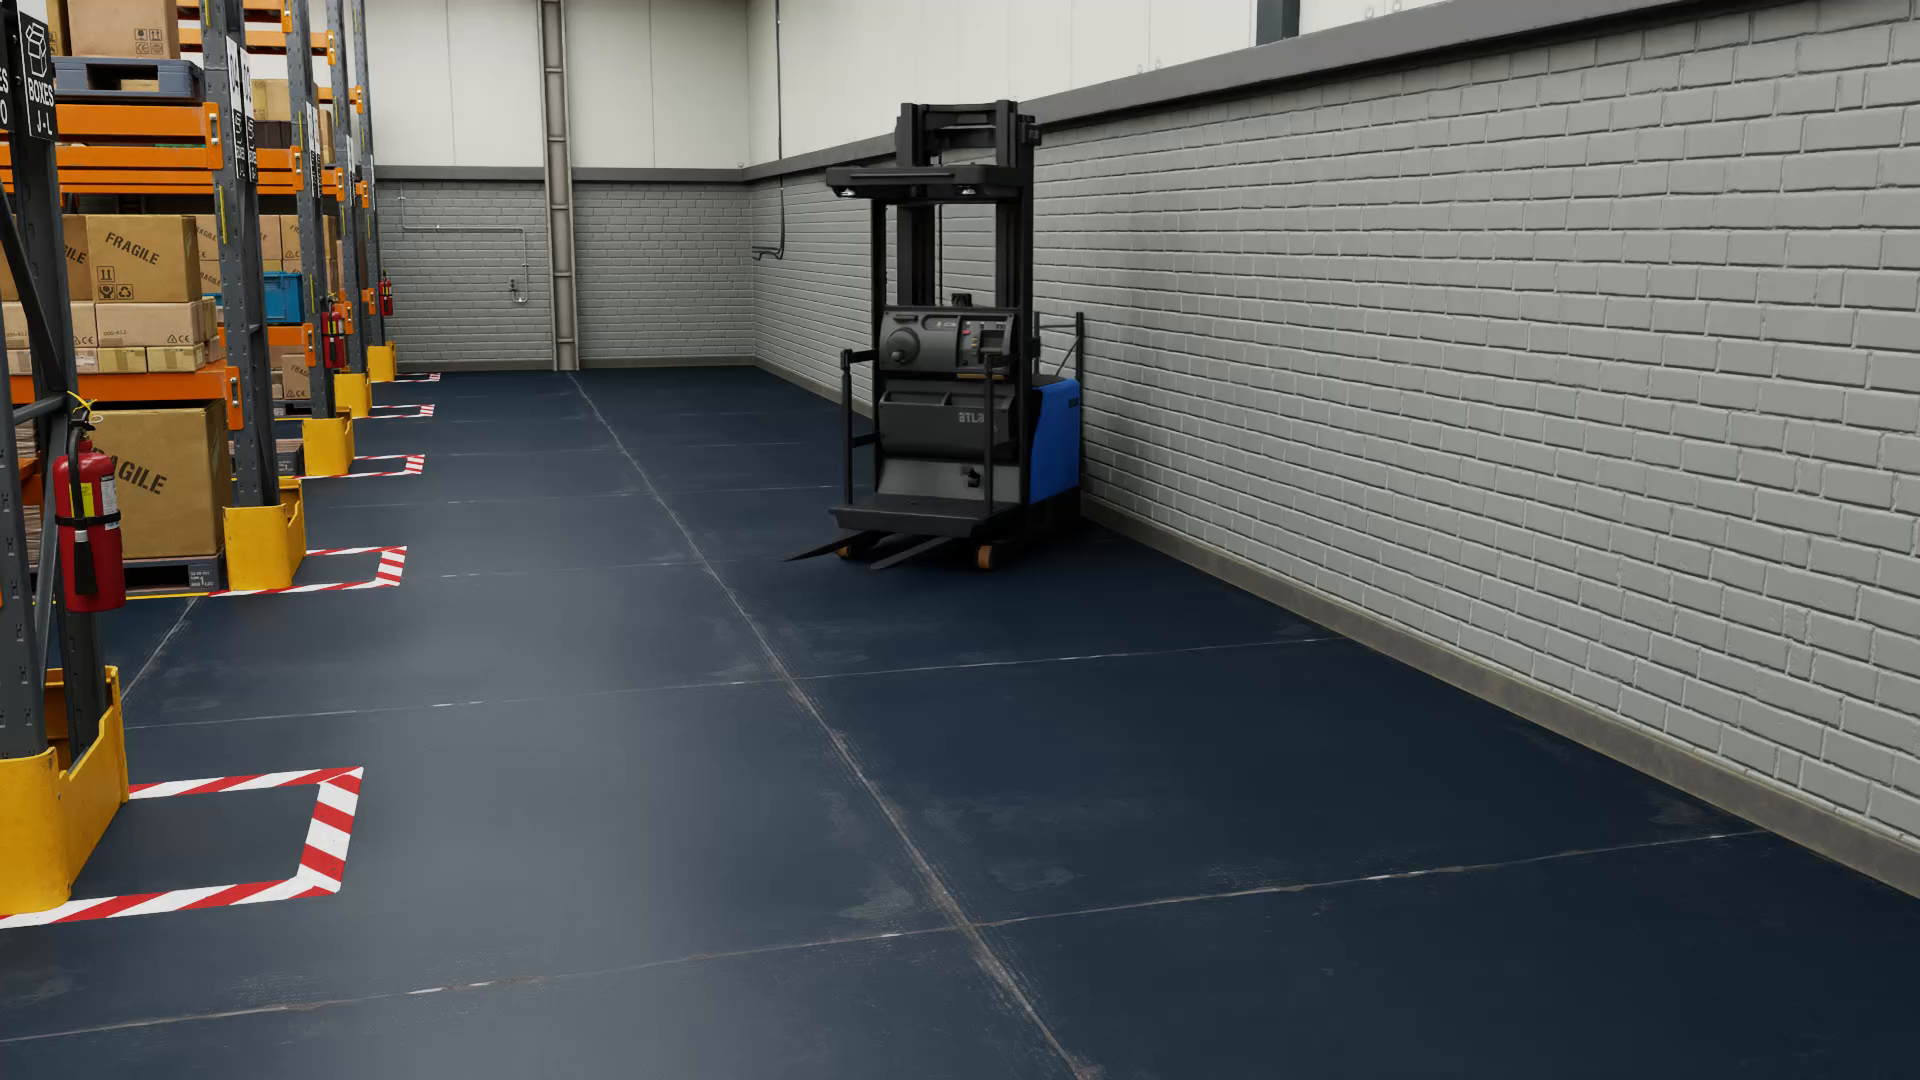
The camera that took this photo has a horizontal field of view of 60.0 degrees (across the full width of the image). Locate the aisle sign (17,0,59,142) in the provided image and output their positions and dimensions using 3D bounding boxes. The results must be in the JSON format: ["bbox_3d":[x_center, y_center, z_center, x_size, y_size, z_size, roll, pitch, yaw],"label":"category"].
[{"bbox_3d":[-3.094,-1.743,5.551,0.004,0.787,0.394,-3,11,-16],"label":"aisle sign"}]

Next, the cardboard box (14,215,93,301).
[{"bbox_3d":[-5.386,-1.715,10.099,0.500,0.500,0.500,-3,11,-17],"label":"cardboard box"}]

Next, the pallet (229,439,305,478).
[{"bbox_3d":[-6.556,-0.731,14.934,1.213,0.211,1.003,-3,11,-16],"label":"pallet"}]

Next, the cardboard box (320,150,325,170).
[{"bbox_3d":[-7.699,-4.418,19.391,0.500,0.250,0.500,-3,11,-16],"label":"cardboard box"}]

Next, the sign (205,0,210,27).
[{"bbox_3d":[-4.231,-3.053,9.334,0.005,0.325,0.100,-3,11,-16],"label":"sign"}]

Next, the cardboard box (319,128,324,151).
[{"bbox_3d":[-7.701,-4.665,19.351,0.500,0.250,0.500,-3,11,-16],"label":"cardboard box"}]

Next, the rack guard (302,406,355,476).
[{"bbox_3d":[-5.734,-0.911,15.117,0.348,0.500,1.175,-3,11,-16],"label":"rack guard"}]

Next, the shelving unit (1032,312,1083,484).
[{"bbox_3d":[0.379,-0.993,12.717,0.538,1.500,1.048,-8,12,-42],"label":"shelving unit"}]

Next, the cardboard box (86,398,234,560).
[{"bbox_3d":[-4.962,-0.392,10.097,0.875,0.875,0.875,-3,11,-16],"label":"cardboard box"}]

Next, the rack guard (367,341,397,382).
[{"bbox_3d":[-8.500,-2.631,24.459,0.348,0.500,1.175,-3,11,-16],"label":"rack guard"}]

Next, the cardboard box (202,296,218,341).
[{"bbox_3d":[-4.906,-1.371,10.304,0.500,0.250,0.500,-3,11,-17],"label":"cardboard box"}]

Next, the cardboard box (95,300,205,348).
[{"bbox_3d":[-4.761,-1.278,9.797,0.500,0.250,0.500,-3,11,-17],"label":"cardboard box"}]

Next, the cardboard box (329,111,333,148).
[{"bbox_3d":[-9.291,-5.891,23.881,0.500,0.500,0.500,-3,11,-18],"label":"cardboard box"}]

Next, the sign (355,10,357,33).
[{"bbox_3d":[-8.385,-7.213,23.075,0.005,0.325,0.100,-3,11,-16],"label":"sign"}]

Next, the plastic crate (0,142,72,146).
[{"bbox_3d":[-7.668,-3.335,13.821,0.530,0.136,0.437,-3,11,-16],"label":"plastic crate"}]

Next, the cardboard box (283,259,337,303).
[{"bbox_3d":[-7.489,-2.978,19.161,0.500,0.500,0.500,-3,11,-14],"label":"cardboard box"}]

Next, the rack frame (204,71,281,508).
[{"bbox_3d":[-4.369,-1.276,10.194,0.127,3.000,1.000,-3,11,-16],"label":"rack frame"}]

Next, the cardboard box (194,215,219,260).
[{"bbox_3d":[-8.466,-3.416,18.782,0.500,0.500,0.500,-3,11,-14],"label":"cardboard box"}]

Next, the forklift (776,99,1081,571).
[{"bbox_3d":[-0.171,-1.334,10.696,1.130,2.935,3.031,4,11,23],"label":"forklift"}]

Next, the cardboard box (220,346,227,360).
[{"bbox_3d":[-10.640,-2.705,23.698,0.500,0.500,0.700,-3,11,-15],"label":"cardboard box"}]

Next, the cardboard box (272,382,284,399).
[{"bbox_3d":[-8.002,-1.746,19.358,0.250,0.166,0.380,-3,11,-16],"label":"cardboard box"}]

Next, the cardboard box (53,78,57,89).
[{"bbox_3d":[-9.999,-4.844,18.252,0.500,0.500,0.700,-3,11,-16],"label":"cardboard box"}]

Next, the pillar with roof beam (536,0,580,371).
[{"bbox_3d":[-4.969,-6.349,21.177,0.400,9.000,9.100,-3,11,-16],"label":"pillar with roof beam"}]

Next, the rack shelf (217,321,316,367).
[{"bbox_3d":[-7.674,-1.682,14.387,4.000,0.370,1.077,-3,11,-16],"label":"rack shelf"}]

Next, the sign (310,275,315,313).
[{"bbox_3d":[-5.584,-2.123,14.342,0.005,0.325,0.100,-3,11,-16],"label":"sign"}]

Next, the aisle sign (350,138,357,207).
[{"bbox_3d":[-7.151,-4.332,19.611,0.004,0.787,0.394,-3,11,-16],"label":"aisle sign"}]

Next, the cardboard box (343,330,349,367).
[{"bbox_3d":[-9.167,-2.784,24.128,0.500,0.500,0.700,-3,11,-16],"label":"cardboard box"}]

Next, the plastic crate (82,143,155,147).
[{"bbox_3d":[-7.297,-3.552,14.445,0.767,0.338,0.504,-3,11,-16],"label":"plastic crate"}]

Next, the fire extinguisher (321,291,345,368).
[{"bbox_3d":[-5.482,-1.845,14.525,0.183,0.674,0.296,-3,11,-16],"label":"fire extinguisher"}]

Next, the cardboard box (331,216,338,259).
[{"bbox_3d":[-7.634,-3.563,19.577,0.500,0.500,0.500,-3,11,-14],"label":"cardboard box"}]

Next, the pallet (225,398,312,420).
[{"bbox_3d":[-7.973,-1.583,19.561,1.213,0.211,1.003,-3,11,-16],"label":"pallet"}]

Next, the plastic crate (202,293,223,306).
[{"bbox_3d":[-6.715,-2.096,14.943,0.300,0.233,0.416,-3,11,-16],"label":"plastic crate"}]

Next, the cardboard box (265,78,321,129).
[{"bbox_3d":[-7.623,-4.986,19.022,0.500,0.500,0.700,-3,11,-16],"label":"cardboard box"}]

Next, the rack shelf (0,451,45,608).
[{"bbox_3d":[-5.000,0.046,4.999,4.000,0.370,1.077,-3,11,-16],"label":"rack shelf"}]

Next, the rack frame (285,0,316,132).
[{"bbox_3d":[-5.754,-5.088,14.328,0.127,3.000,1.000,-3,11,-16],"label":"rack frame"}]

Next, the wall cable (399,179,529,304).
[{"bbox_3d":[-7.558,-4.588,25.380,1.851,1.984,0.084,-3,11,-16],"label":"wall cable"}]

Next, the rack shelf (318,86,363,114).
[{"bbox_3d":[-10.443,-6.158,23.235,4.000,0.370,1.077,-3,11,-16],"label":"rack shelf"}]

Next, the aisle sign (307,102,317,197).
[{"bbox_3d":[-5.603,-3.369,14.379,0.004,0.787,0.394,-3,11,-16],"label":"aisle sign"}]

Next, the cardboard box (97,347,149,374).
[{"bbox_3d":[-4.868,-1.064,9.735,0.250,0.149,0.380,-3,11,-15],"label":"cardboard box"}]

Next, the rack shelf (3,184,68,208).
[{"bbox_3d":[-14.284,-4.677,22.371,4.000,0.370,1.077,-3,11,-16],"label":"rack shelf"}]

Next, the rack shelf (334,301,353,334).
[{"bbox_3d":[-9.055,-2.544,19.065,4.000,0.370,1.077,-3,11,-16],"label":"rack shelf"}]

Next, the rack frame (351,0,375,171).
[{"bbox_3d":[-8.523,-6.810,23.683,0.127,3.000,1.000,-3,11,-16],"label":"rack frame"}]

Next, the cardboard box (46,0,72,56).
[{"bbox_3d":[-5.428,-3.013,9.632,0.500,0.500,0.700,-3,11,-18],"label":"cardboard box"}]
